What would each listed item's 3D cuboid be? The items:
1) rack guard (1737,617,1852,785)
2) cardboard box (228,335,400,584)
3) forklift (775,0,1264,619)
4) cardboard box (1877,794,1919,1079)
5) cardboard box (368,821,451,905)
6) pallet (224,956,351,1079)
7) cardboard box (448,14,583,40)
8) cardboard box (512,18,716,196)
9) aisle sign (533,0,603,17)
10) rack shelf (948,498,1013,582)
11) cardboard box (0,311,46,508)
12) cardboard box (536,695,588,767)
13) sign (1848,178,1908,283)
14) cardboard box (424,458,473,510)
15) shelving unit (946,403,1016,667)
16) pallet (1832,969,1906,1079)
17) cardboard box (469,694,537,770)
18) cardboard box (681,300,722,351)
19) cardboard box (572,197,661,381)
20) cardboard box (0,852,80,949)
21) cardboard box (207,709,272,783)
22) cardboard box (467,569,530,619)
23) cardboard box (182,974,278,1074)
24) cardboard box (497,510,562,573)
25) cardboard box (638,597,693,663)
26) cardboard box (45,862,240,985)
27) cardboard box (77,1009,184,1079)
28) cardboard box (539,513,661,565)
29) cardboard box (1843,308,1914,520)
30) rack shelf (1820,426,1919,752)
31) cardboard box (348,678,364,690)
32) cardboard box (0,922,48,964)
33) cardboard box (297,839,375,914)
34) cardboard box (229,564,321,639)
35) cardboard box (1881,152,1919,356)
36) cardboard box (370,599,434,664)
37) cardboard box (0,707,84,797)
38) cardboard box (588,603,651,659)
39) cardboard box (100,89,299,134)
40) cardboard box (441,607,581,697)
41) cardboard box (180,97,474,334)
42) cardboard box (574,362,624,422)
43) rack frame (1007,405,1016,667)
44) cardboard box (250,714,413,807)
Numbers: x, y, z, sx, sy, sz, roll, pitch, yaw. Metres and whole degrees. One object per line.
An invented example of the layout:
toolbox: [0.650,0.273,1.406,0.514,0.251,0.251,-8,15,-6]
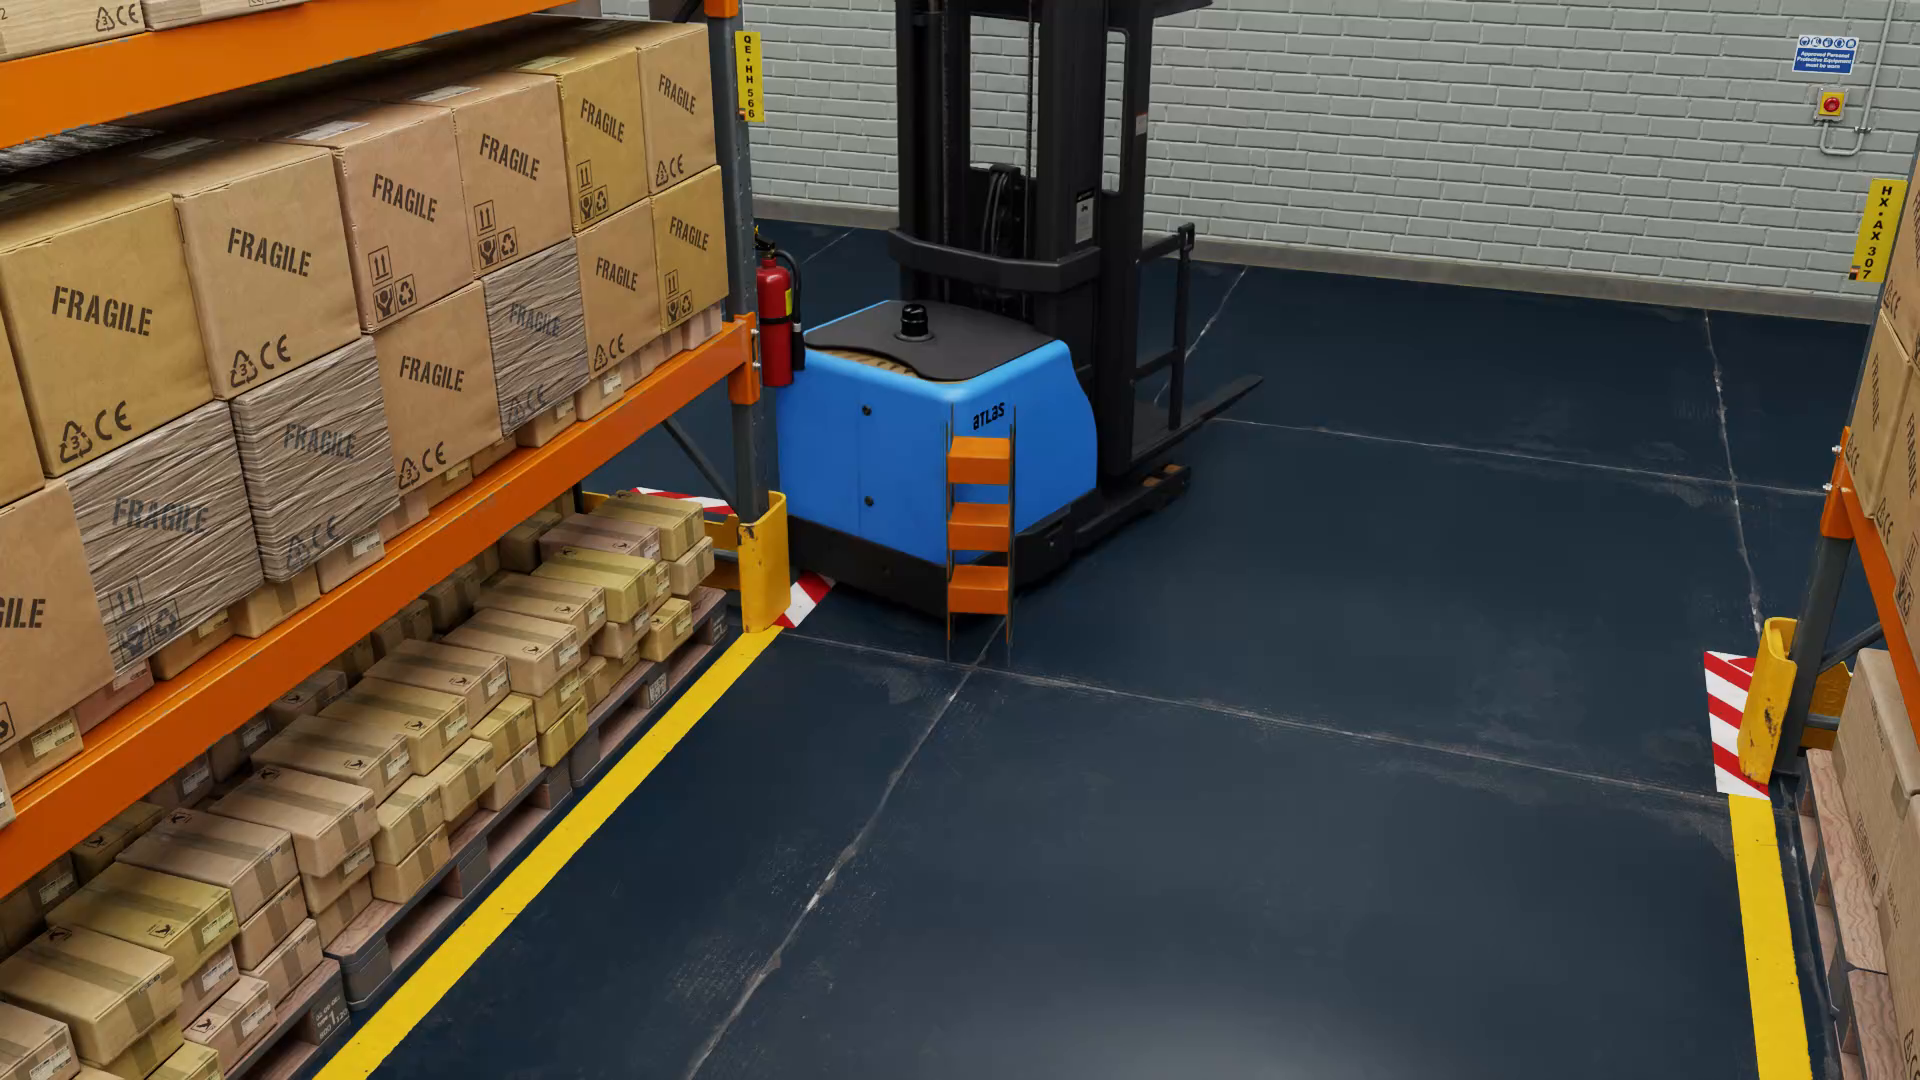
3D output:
rack guard: [3.415,0.652,5.829,1.175,0.500,0.348,9,27,17]
cardboard box: [-1.864,-0.247,4.363,0.500,0.500,0.500,8,27,16]
forklift: [0.482,-1.571,7.632,1.130,2.935,3.031,18,31,33]
cardboard box: [2.985,1.164,4.361,0.875,0.438,0.875,9,27,19]
cardboard box: [-1.808,0.957,5.122,0.380,0.149,0.250,8,27,16]
pallet: [-2.436,1.479,4.454,1.003,0.211,1.213,9,27,17]
cardboard box: [-1.694,-1.622,6.055,0.500,0.500,0.500,9,27,17]
cardboard box: [-1.212,-1.544,5.893,0.500,0.500,0.500,8,27,16]
aisle sign: [-1.553,-2.383,6.246,0.394,0.787,0.004,9,27,17]
rack shelf: [0.082,-0.001,6.572,0.240,0.259,0.215,3,26,6]
cardboard box: [-2.246,-0.274,3.271,0.500,0.500,0.500,9,27,19]
cardboard box: [-1.528,0.635,5.785,0.380,0.149,0.250,8,27,15]
sign: [2.886,-0.971,5.229,0.100,0.325,0.005,9,27,17]
cardboard box: [-1.721,-0.223,5.057,0.380,0.149,0.250,9,27,18]
shelving unit: [0.082,-0.011,6.567,0.252,1.050,0.215,3,26,6]
pallet: [2.807,1.632,4.137,1.003,0.211,1.213,9,27,17]
cardboard box: [-1.635,0.611,5.495,0.380,0.149,0.250,10,28,20]
cardboard box: [-1.137,-0.851,6.354,0.380,0.149,0.250,9,27,18]
cardboard box: [-1.378,-0.885,5.680,0.500,0.500,0.500,8,27,17]
cardboard box: [-2.629,0.933,4.488,0.380,0.149,0.250,8,27,17]
cardboard box: [-2.388,0.600,5.175,0.380,0.149,0.250,8,27,16]
cardboard box: [-1.853,0.217,6.308,0.380,0.149,0.250,9,27,18]
cardboard box: [-2.079,1.277,4.461,0.380,0.149,0.250,9,27,17]
cardboard box: [-1.768,-0.016,6.448,0.380,0.149,0.250,9,27,18]
cardboard box: [-1.263,0.322,6.433,0.380,0.149,0.250,10,27,19]
cardboard box: [-2.130,1.004,4.342,0.380,0.149,0.250,8,27,17]
cardboard box: [-2.204,1.245,4.184,0.380,0.149,0.250,9,27,18]
cardboard box: [-1.370,0.036,6.339,0.380,0.149,0.250,9,27,18]
cardboard box: [2.977,-0.352,4.921,0.500,0.500,0.500,9,27,17]
rack shelf: [2.741,0.683,3.723,1.077,0.370,4.000,9,27,17]
cardboard box: [-2.091,0.547,5.627,0.380,0.149,0.250,10,28,20]
cardboard box: [-2.670,1.064,4.559,0.380,0.149,0.250,8,27,16]
cardboard box: [-1.950,0.920,4.856,0.380,0.149,0.250,10,28,20]
cardboard box: [-1.926,0.110,4.370,0.380,0.149,0.250,9,27,18]
cardboard box: [2.979,-0.802,4.702,0.500,0.500,0.500,8,27,16]
cardboard box: [-2.078,0.295,5.804,0.380,0.149,0.250,10,28,19]
cardboard box: [-2.207,0.432,3.704,0.380,0.149,0.250,10,27,19]
cardboard box: [-1.372,0.293,6.151,0.380,0.149,0.250,8,27,15]
cardboard box: [-2.217,-0.993,4.756,0.500,0.500,0.500,8,27,16]
cardboard box: [-1.519,0.377,5.636,0.380,0.149,0.250,10,28,19]
cardboard box: [-1.718,-0.903,4.569,0.500,0.500,0.500,8,27,16]
cardboard box: [-1.387,-0.541,5.713,0.380,0.149,0.250,9,27,19]
rack frame: [0.204,-0.006,6.555,0.008,1.050,0.200,3,26,6]
cardboard box: [-1.891,0.677,5.017,0.380,0.149,0.250,8,27,15]
